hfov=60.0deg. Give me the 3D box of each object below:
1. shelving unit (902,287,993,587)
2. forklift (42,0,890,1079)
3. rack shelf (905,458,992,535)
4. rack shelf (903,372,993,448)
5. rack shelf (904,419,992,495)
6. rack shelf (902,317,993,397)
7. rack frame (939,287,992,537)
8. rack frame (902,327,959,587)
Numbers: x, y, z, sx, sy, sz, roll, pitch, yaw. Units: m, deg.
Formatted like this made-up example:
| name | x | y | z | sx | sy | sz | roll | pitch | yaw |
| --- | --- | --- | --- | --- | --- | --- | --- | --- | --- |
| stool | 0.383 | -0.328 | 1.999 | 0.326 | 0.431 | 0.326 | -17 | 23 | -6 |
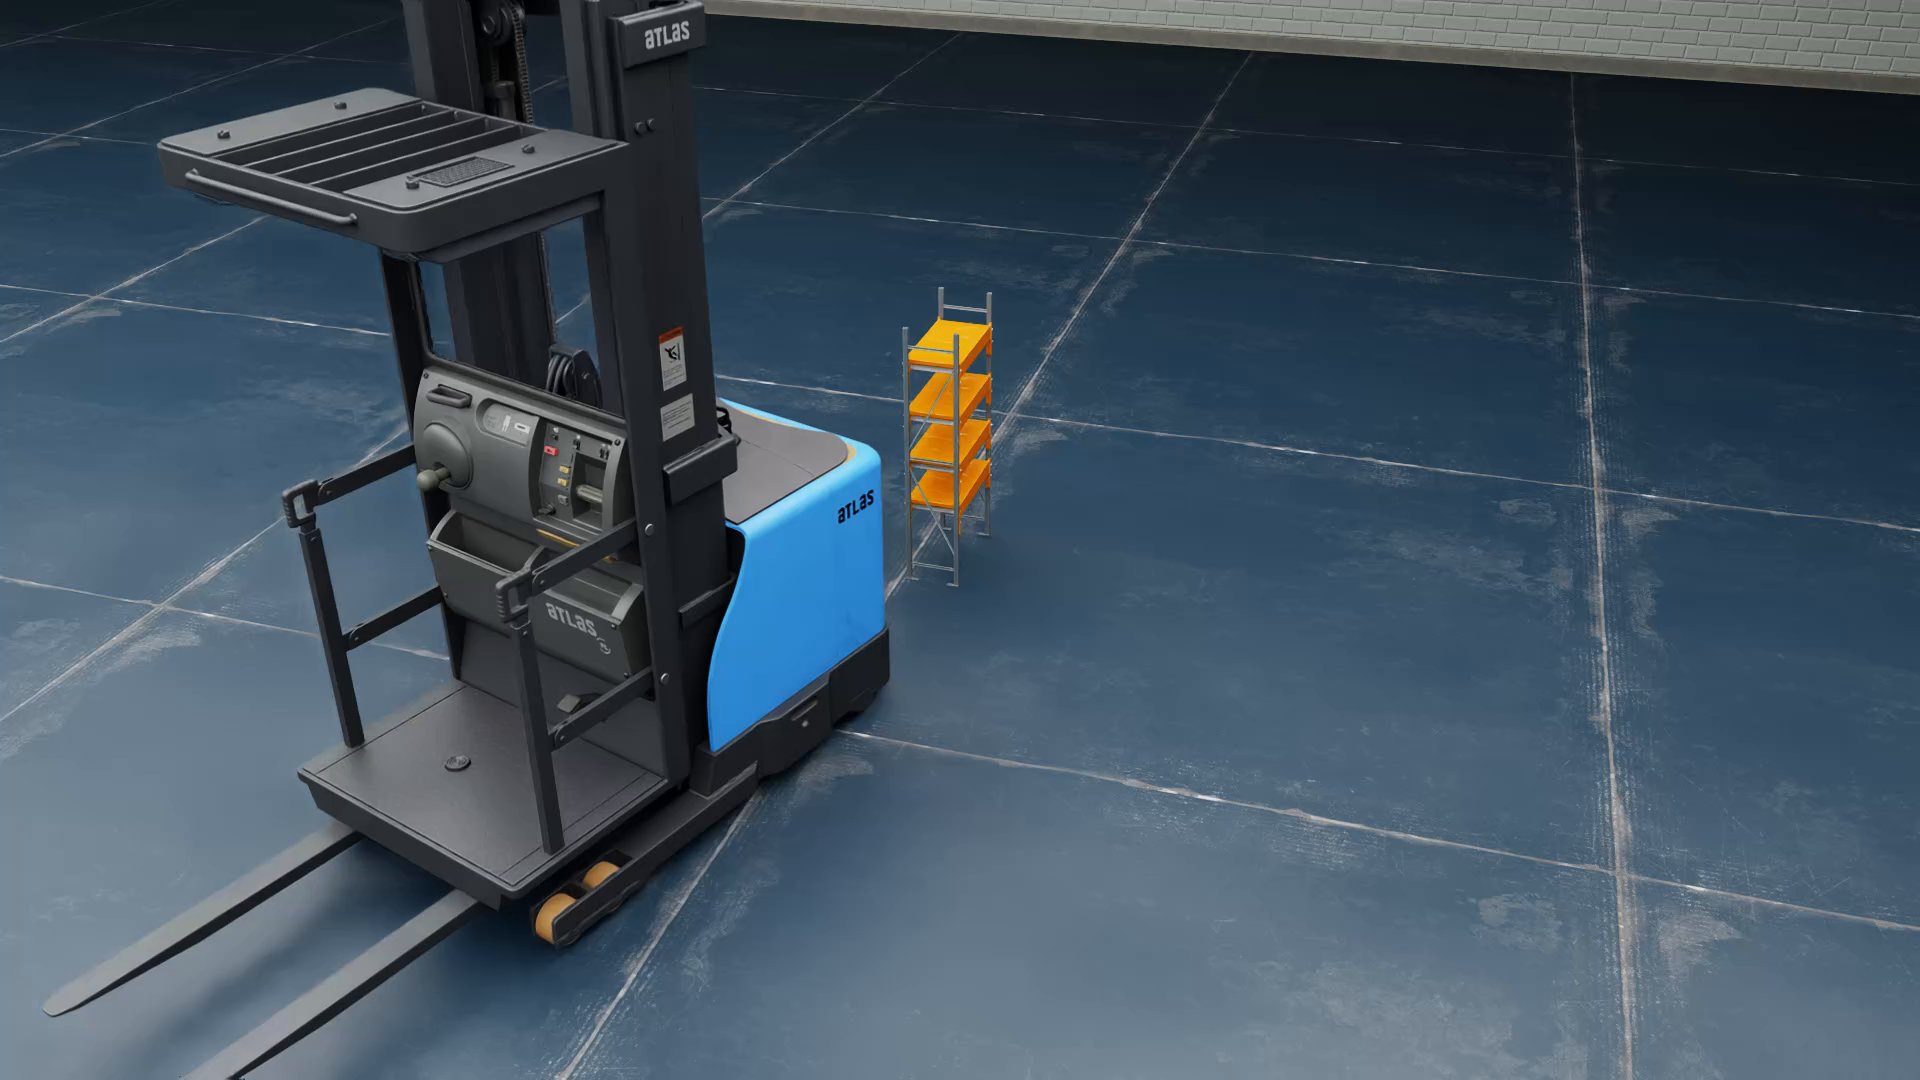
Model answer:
| name | x | y | z | sx | sy | sz | roll | pitch | yaw |
| --- | --- | --- | --- | --- | --- | --- | --- | --- | --- |
| shelving unit | -0.049 | -0.447 | 7.320 | 0.258 | 1.200 | 0.503 | 8 | 30 | 15 |
| forklift | -1.535 | -0.232 | 5.153 | 1.130 | 2.935 | 3.031 | 19 | 34 | 30 |
| rack shelf | -0.049 | -0.215 | 7.449 | 0.258 | 0.148 | 0.480 | 8 | 30 | 15 |
| rack shelf | -0.049 | -0.584 | 7.244 | 0.258 | 0.148 | 0.480 | 8 | 30 | 15 |
| rack shelf | -0.049 | -0.389 | 7.353 | 0.258 | 0.148 | 0.480 | 8 | 30 | 15 |
| rack shelf | -0.049 | -0.791 | 7.129 | 0.258 | 0.148 | 0.480 | 8 | 30 | 15 |
| rack frame | 0.023 | -0.561 | 7.524 | 0.240 | 1.200 | 0.015 | 8 | 30 | 15 |
| rack frame | -0.120 | -0.334 | 7.116 | 0.240 | 1.200 | 0.015 | 8 | 30 | 15 |
